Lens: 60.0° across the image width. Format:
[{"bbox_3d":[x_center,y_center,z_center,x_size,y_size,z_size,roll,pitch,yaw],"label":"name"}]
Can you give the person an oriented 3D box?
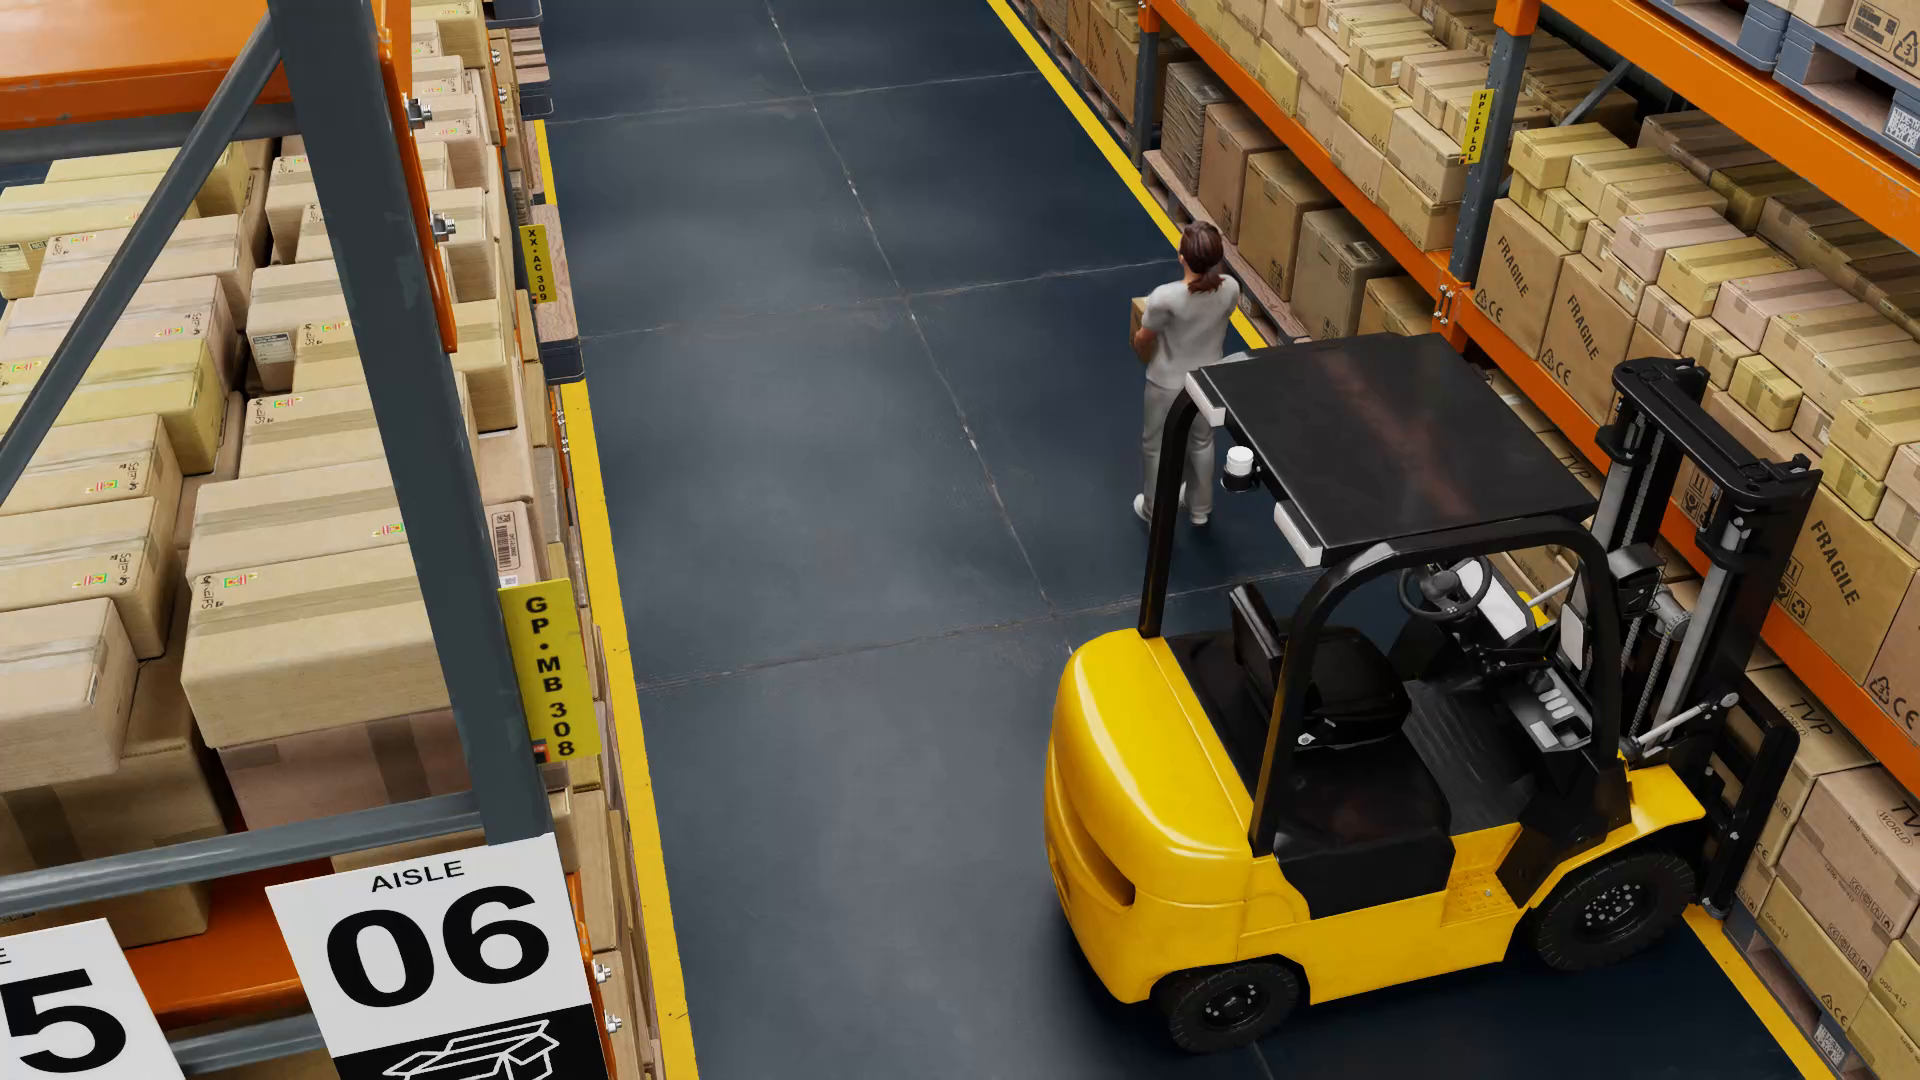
[{"bbox_3d":[1.008,-0.763,7.678,0.452,1.676,0.534,-10,39,-12],"label":"person"}]
